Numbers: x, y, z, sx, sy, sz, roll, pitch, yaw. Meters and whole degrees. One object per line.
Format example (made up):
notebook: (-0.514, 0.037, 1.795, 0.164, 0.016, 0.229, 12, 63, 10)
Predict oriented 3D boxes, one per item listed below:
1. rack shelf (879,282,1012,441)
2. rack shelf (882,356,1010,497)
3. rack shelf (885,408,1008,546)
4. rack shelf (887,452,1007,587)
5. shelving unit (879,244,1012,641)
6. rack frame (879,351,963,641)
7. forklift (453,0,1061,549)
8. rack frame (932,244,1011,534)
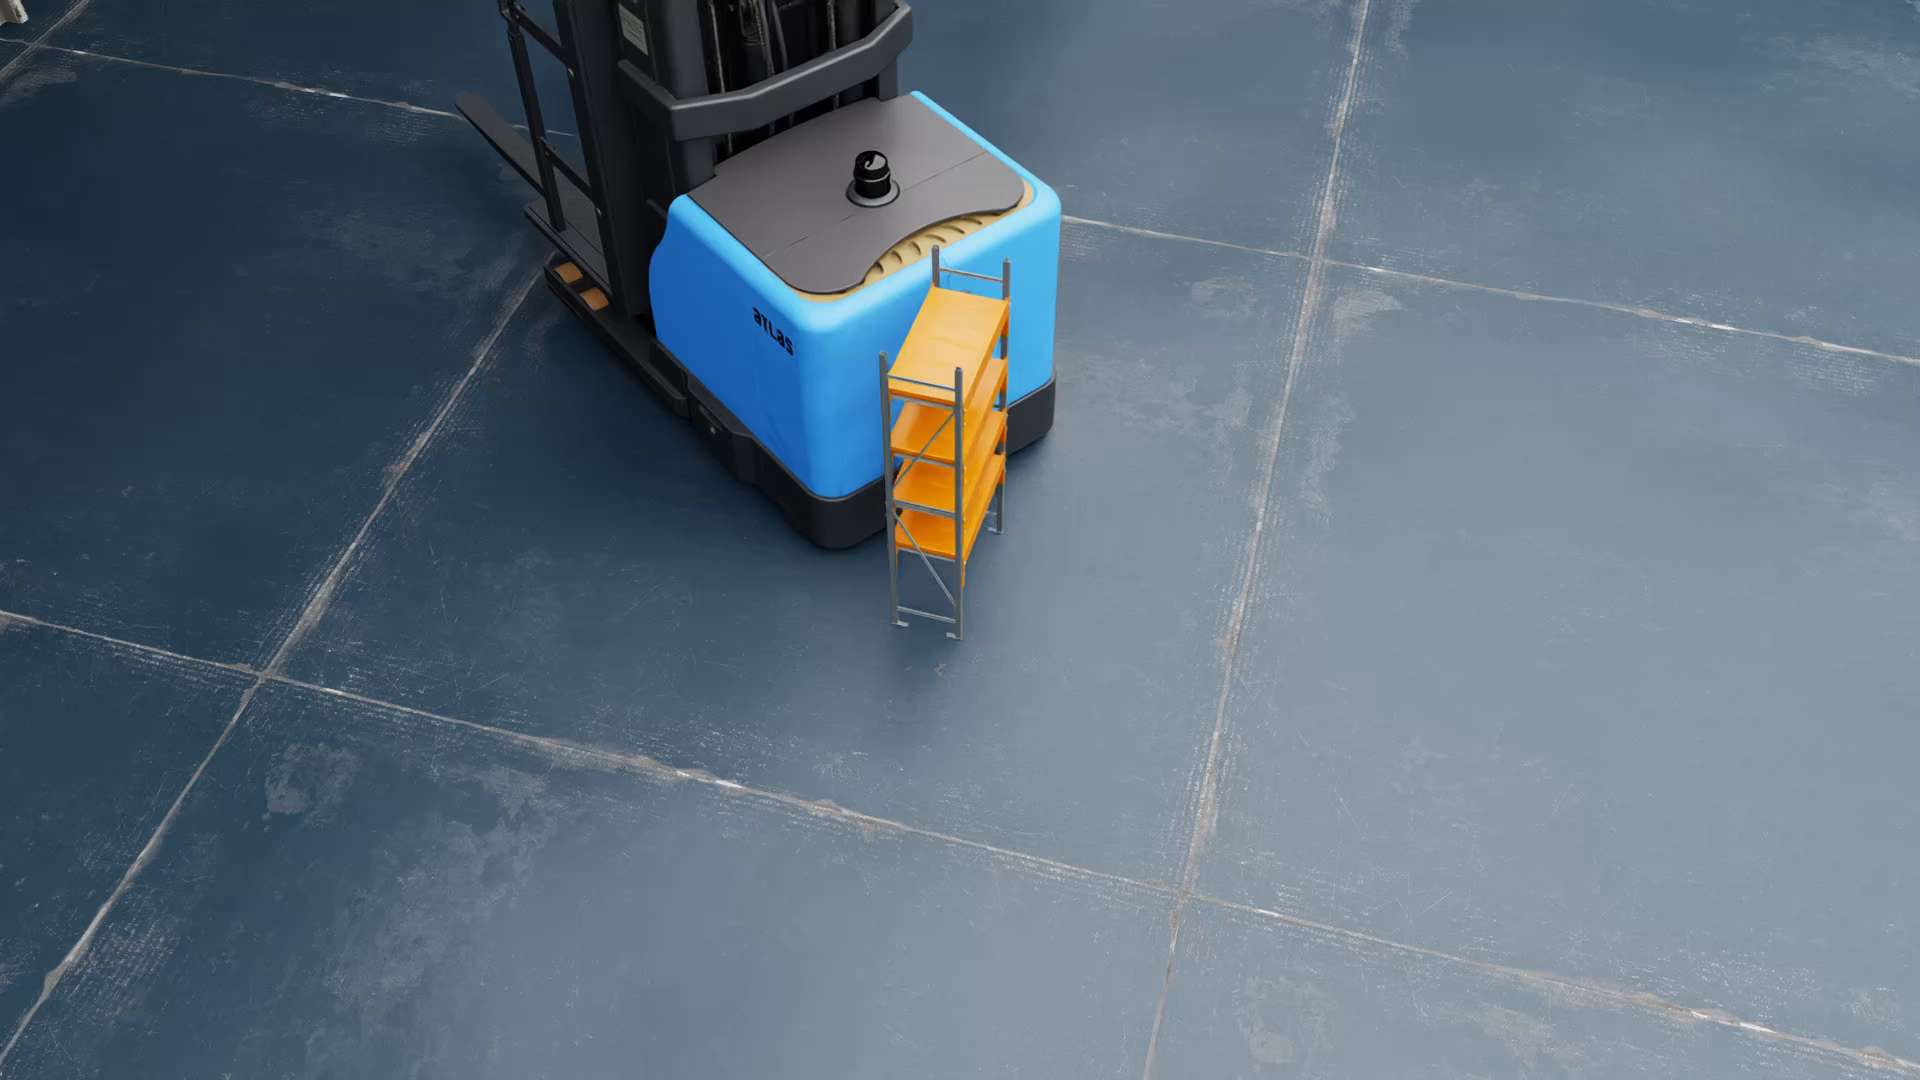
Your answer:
rack shelf: (-0.038, -0.532, 4.896, 0.258, 0.148, 0.480, 13, 50, 11)
rack shelf: (-0.038, -0.376, 5.073, 0.258, 0.148, 0.480, 13, 50, 11)
rack shelf: (-0.038, -0.228, 5.241, 0.258, 0.148, 0.480, 13, 50, 11)
rack shelf: (-0.038, -0.097, 5.390, 0.258, 0.148, 0.480, 13, 50, 11)
shelving unit: (-0.038, -0.272, 5.190, 0.258, 1.200, 0.503, 13, 50, 11)
rack frame: (-0.109, -0.097, 5.036, 0.240, 1.200, 0.015, 13, 50, 11)
forklift: (-0.970, -1.992, 5.553, 1.130, 2.935, 3.031, -31, 55, -24)
rack frame: (0.033, -0.448, 5.345, 0.240, 1.200, 0.015, 13, 50, 11)
